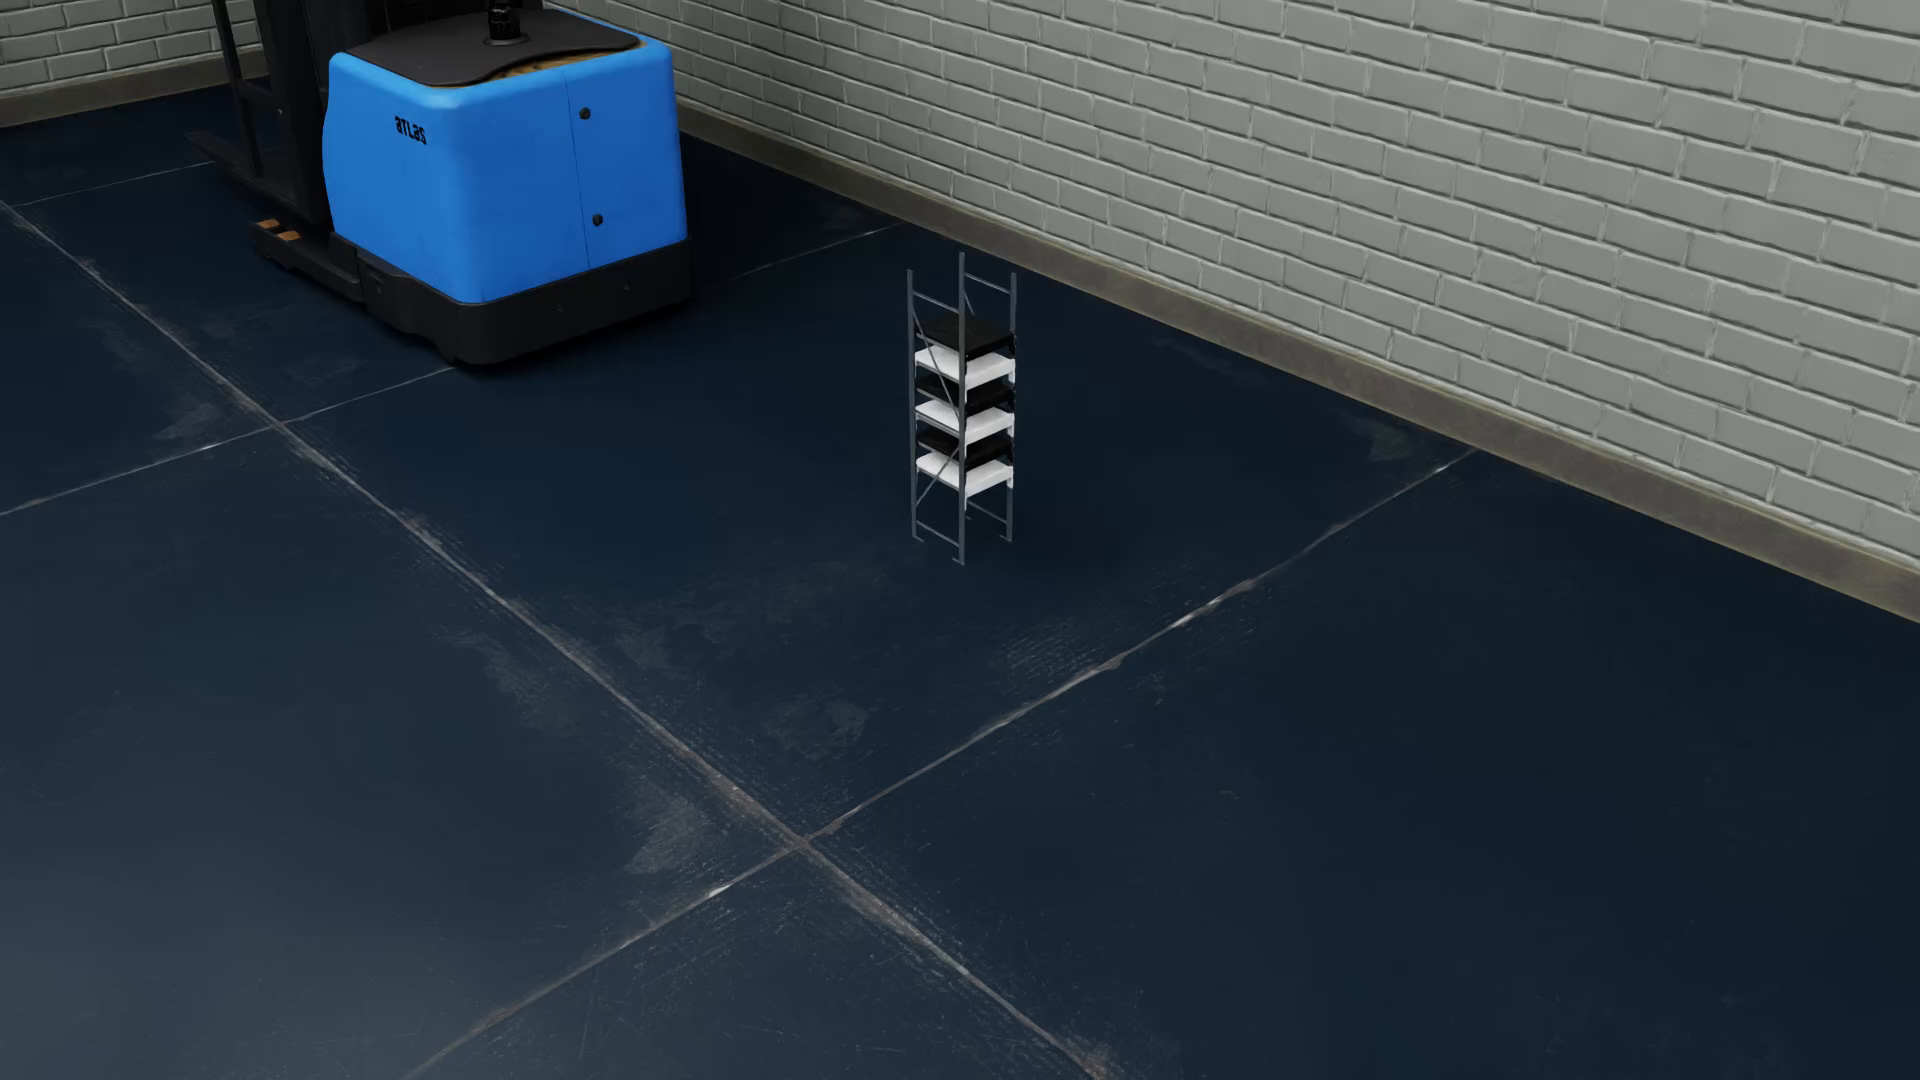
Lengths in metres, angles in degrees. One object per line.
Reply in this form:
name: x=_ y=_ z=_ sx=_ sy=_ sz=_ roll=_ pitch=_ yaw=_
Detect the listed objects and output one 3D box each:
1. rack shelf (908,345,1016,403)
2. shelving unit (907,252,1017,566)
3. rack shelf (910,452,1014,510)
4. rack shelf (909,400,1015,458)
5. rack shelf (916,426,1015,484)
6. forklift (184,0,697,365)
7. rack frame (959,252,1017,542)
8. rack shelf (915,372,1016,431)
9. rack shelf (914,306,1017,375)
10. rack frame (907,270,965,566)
rack shelf: x=0.006 y=-0.512 z=4.943 sx=0.200 sy=0.077 sz=0.258 roll=-26 pitch=40 yaw=-35
shelving unit: x=0.006 y=-0.387 z=5.020 sx=0.210 sy=0.900 sz=0.258 roll=-26 pitch=40 yaw=-35
rack shelf: x=0.006 y=-0.205 z=5.131 sx=0.200 sy=0.077 sz=0.258 roll=-26 pitch=40 yaw=-35
rack shelf: x=0.006 y=-0.358 z=5.037 sx=0.200 sy=0.077 sz=0.258 roll=-26 pitch=40 yaw=-35
rack shelf: x=0.006 y=-0.282 z=5.084 sx=0.200 sy=0.077 sz=0.258 roll=-26 pitch=40 yaw=-35
forklift: x=-2.455 y=-2.574 z=6.650 sx=1.130 sy=2.935 sz=3.031 roll=-27 pitch=40 yaw=-36
rack frame: x=0.081 y=-0.423 z=5.079 sx=0.006 sy=0.900 sz=0.240 roll=-26 pitch=40 yaw=-35
rack shelf: x=0.006 y=-0.435 z=4.990 sx=0.200 sy=0.077 sz=0.258 roll=-26 pitch=40 yaw=-35
rack shelf: x=0.006 y=-0.589 z=4.896 sx=0.200 sy=0.077 sz=0.258 roll=-26 pitch=40 yaw=-35
rack frame: x=-0.069 y=-0.351 z=4.961 sx=0.006 sy=0.900 sz=0.240 roll=-26 pitch=40 yaw=-35
